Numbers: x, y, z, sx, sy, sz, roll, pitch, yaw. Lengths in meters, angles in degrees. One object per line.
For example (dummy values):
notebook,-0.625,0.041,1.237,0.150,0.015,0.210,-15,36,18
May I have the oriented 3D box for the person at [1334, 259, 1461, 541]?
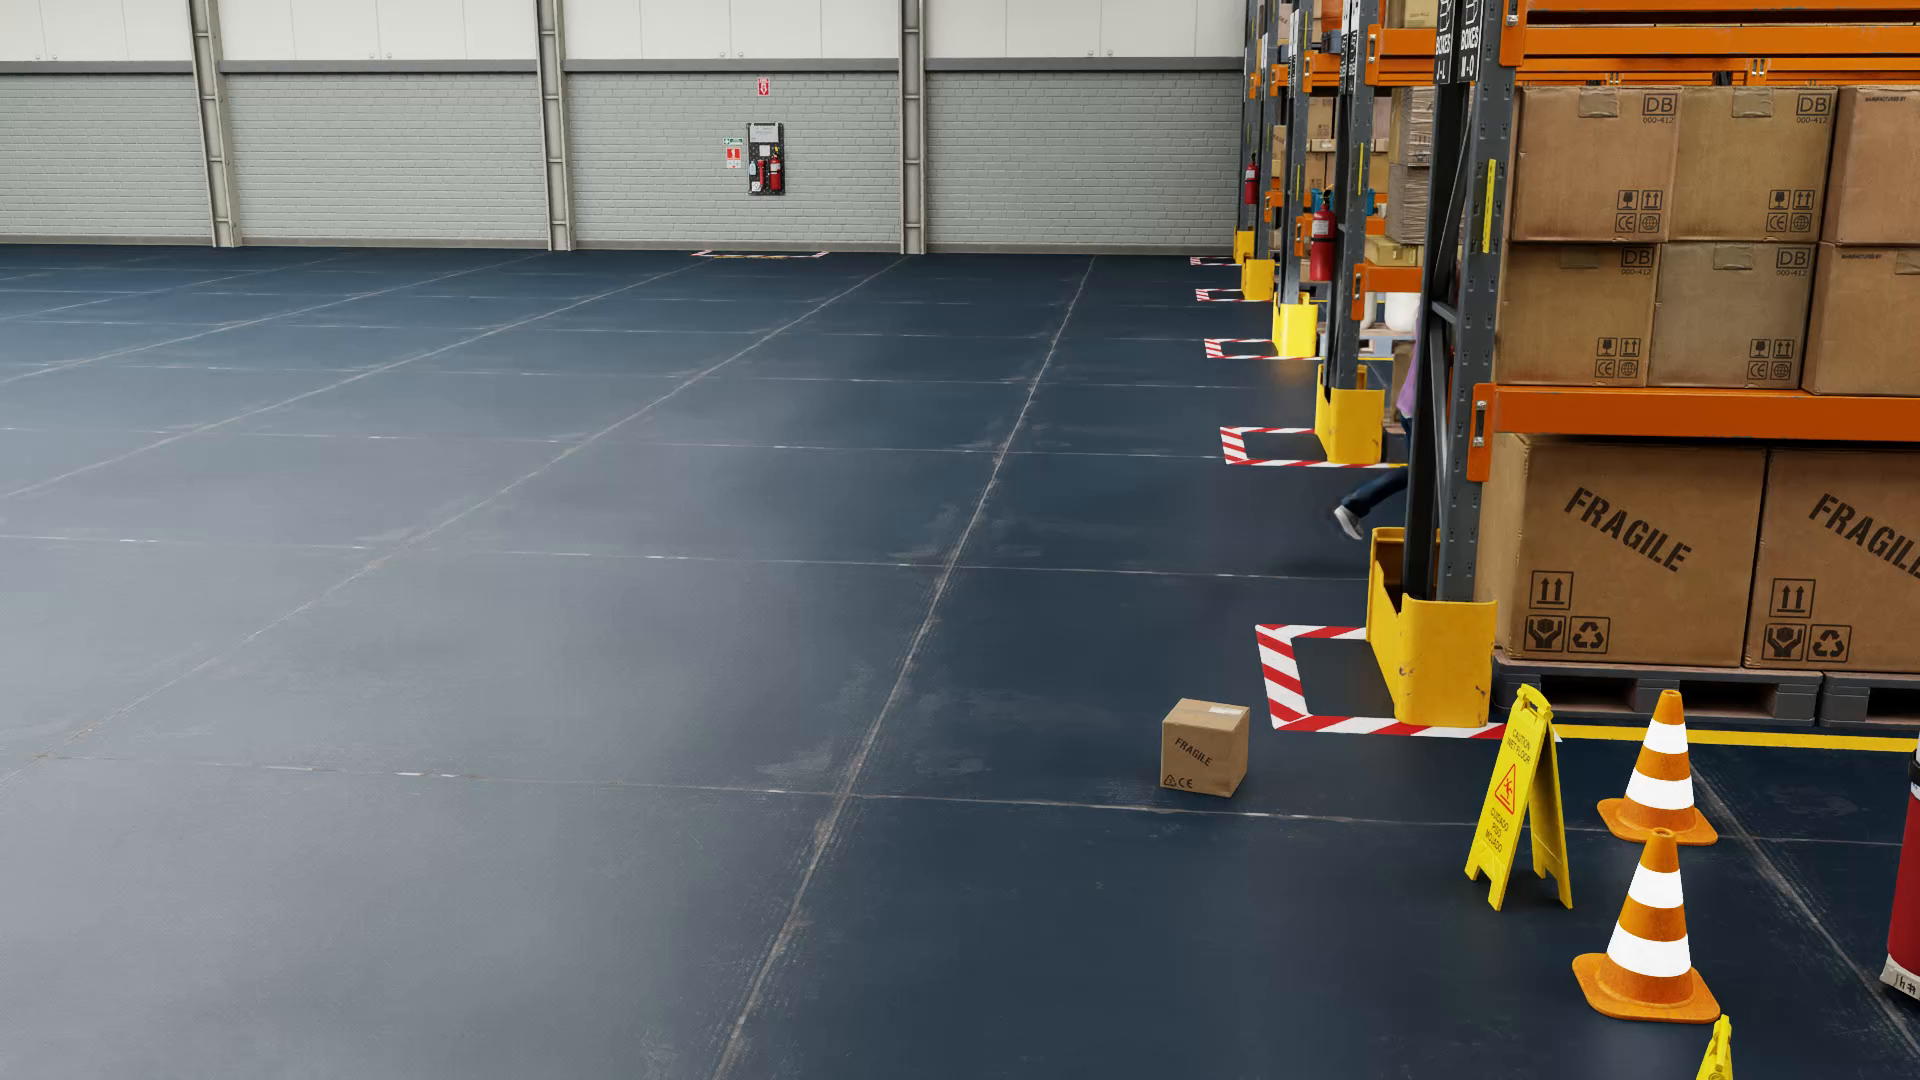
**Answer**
person,2.300,-0.634,8.428,0.687,1.574,0.482,-1,15,-3
